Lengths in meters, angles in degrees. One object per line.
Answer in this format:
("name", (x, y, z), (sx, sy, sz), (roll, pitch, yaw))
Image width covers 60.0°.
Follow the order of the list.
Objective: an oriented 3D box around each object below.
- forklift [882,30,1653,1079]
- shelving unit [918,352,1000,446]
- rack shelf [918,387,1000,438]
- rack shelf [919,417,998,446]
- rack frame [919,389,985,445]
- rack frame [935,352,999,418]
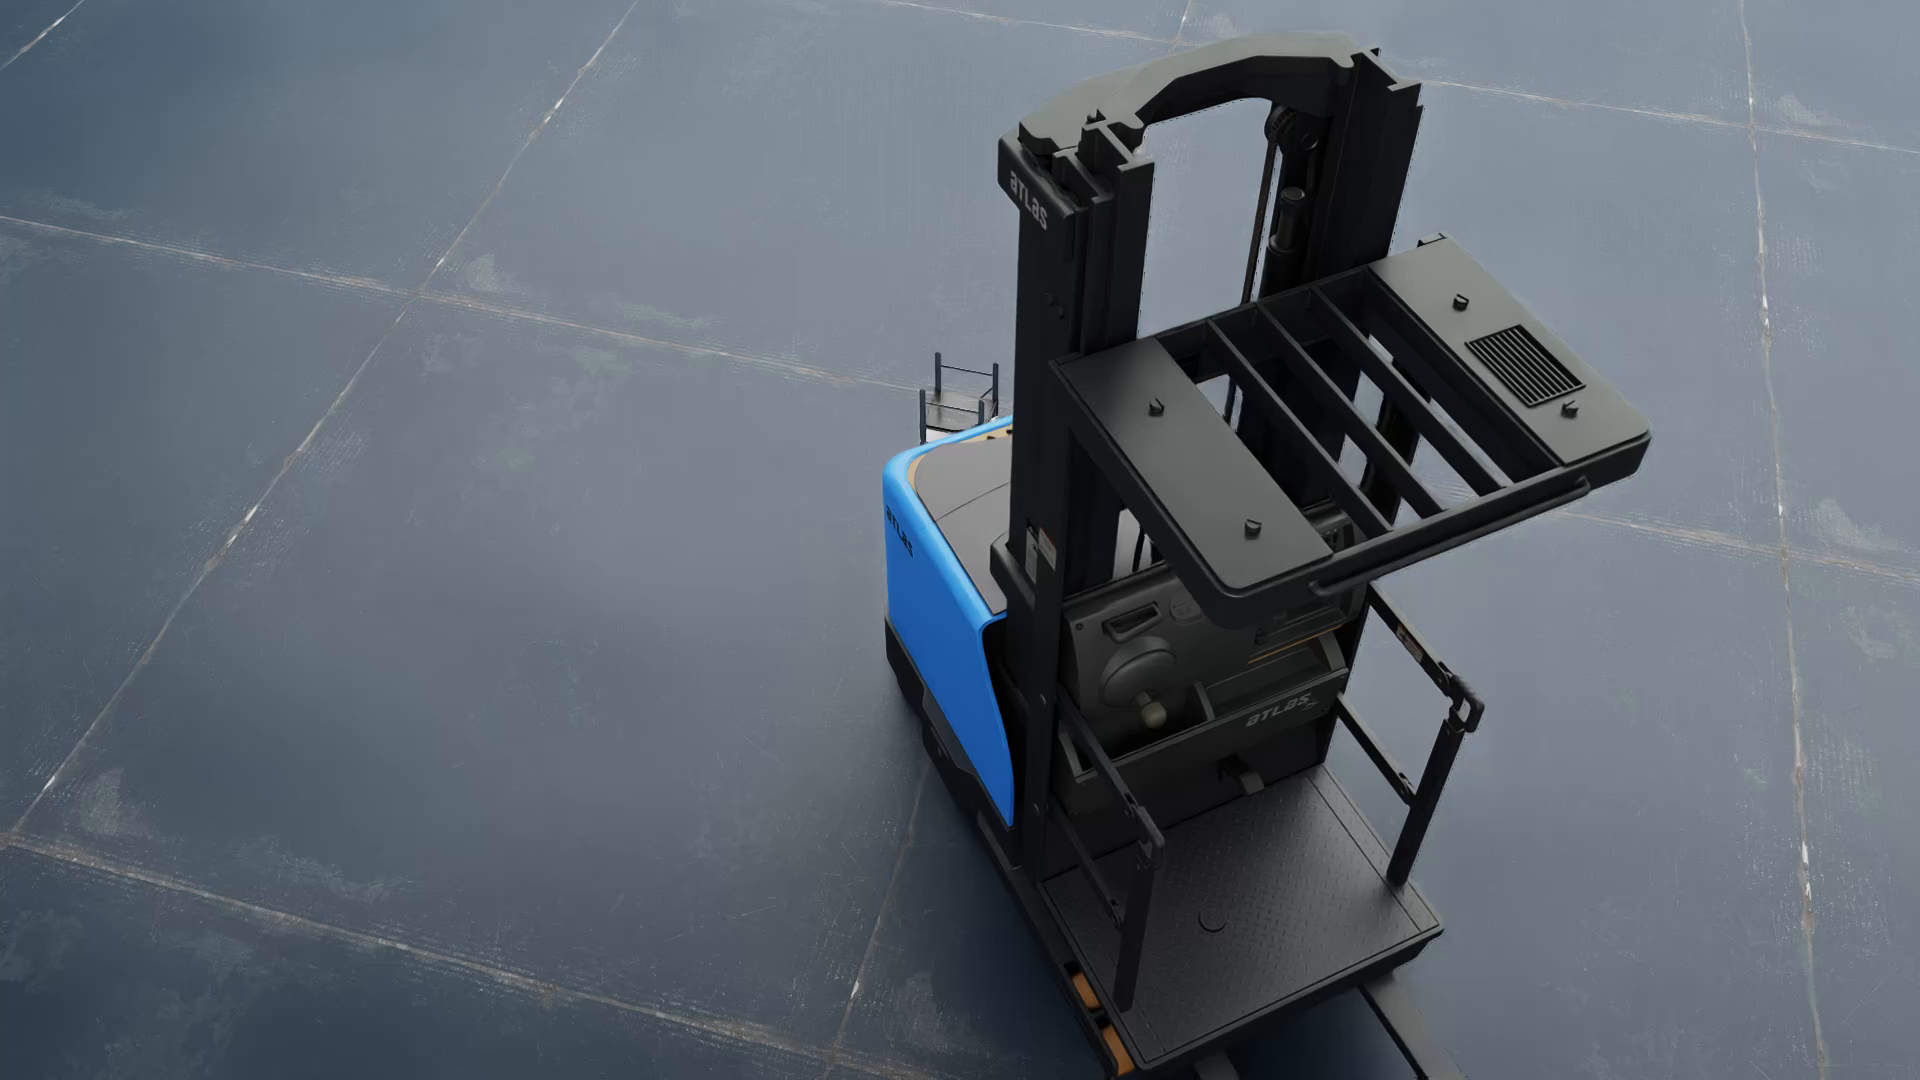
("forklift", (0.815, 0.315, 4.436), (1.130, 2.935, 3.031), (-20, 51, -17))
("shelving unit", (-0.002, -0.292, 6.326), (0.258, 0.900, 0.210), (12, 50, 10))
("rack shelf", (-0.002, -0.449, 6.149), (0.258, 0.077, 0.200), (12, 50, 10))
("rack shelf", (-0.002, -0.389, 6.216), (0.258, 0.077, 0.200), (12, 50, 10))
("rack frame", (-0.029, -0.218, 6.261), (0.240, 0.900, 0.006), (12, 50, 10))
("rack frame", (0.025, -0.365, 6.391), (0.240, 0.900, 0.006), (12, 50, 10))
